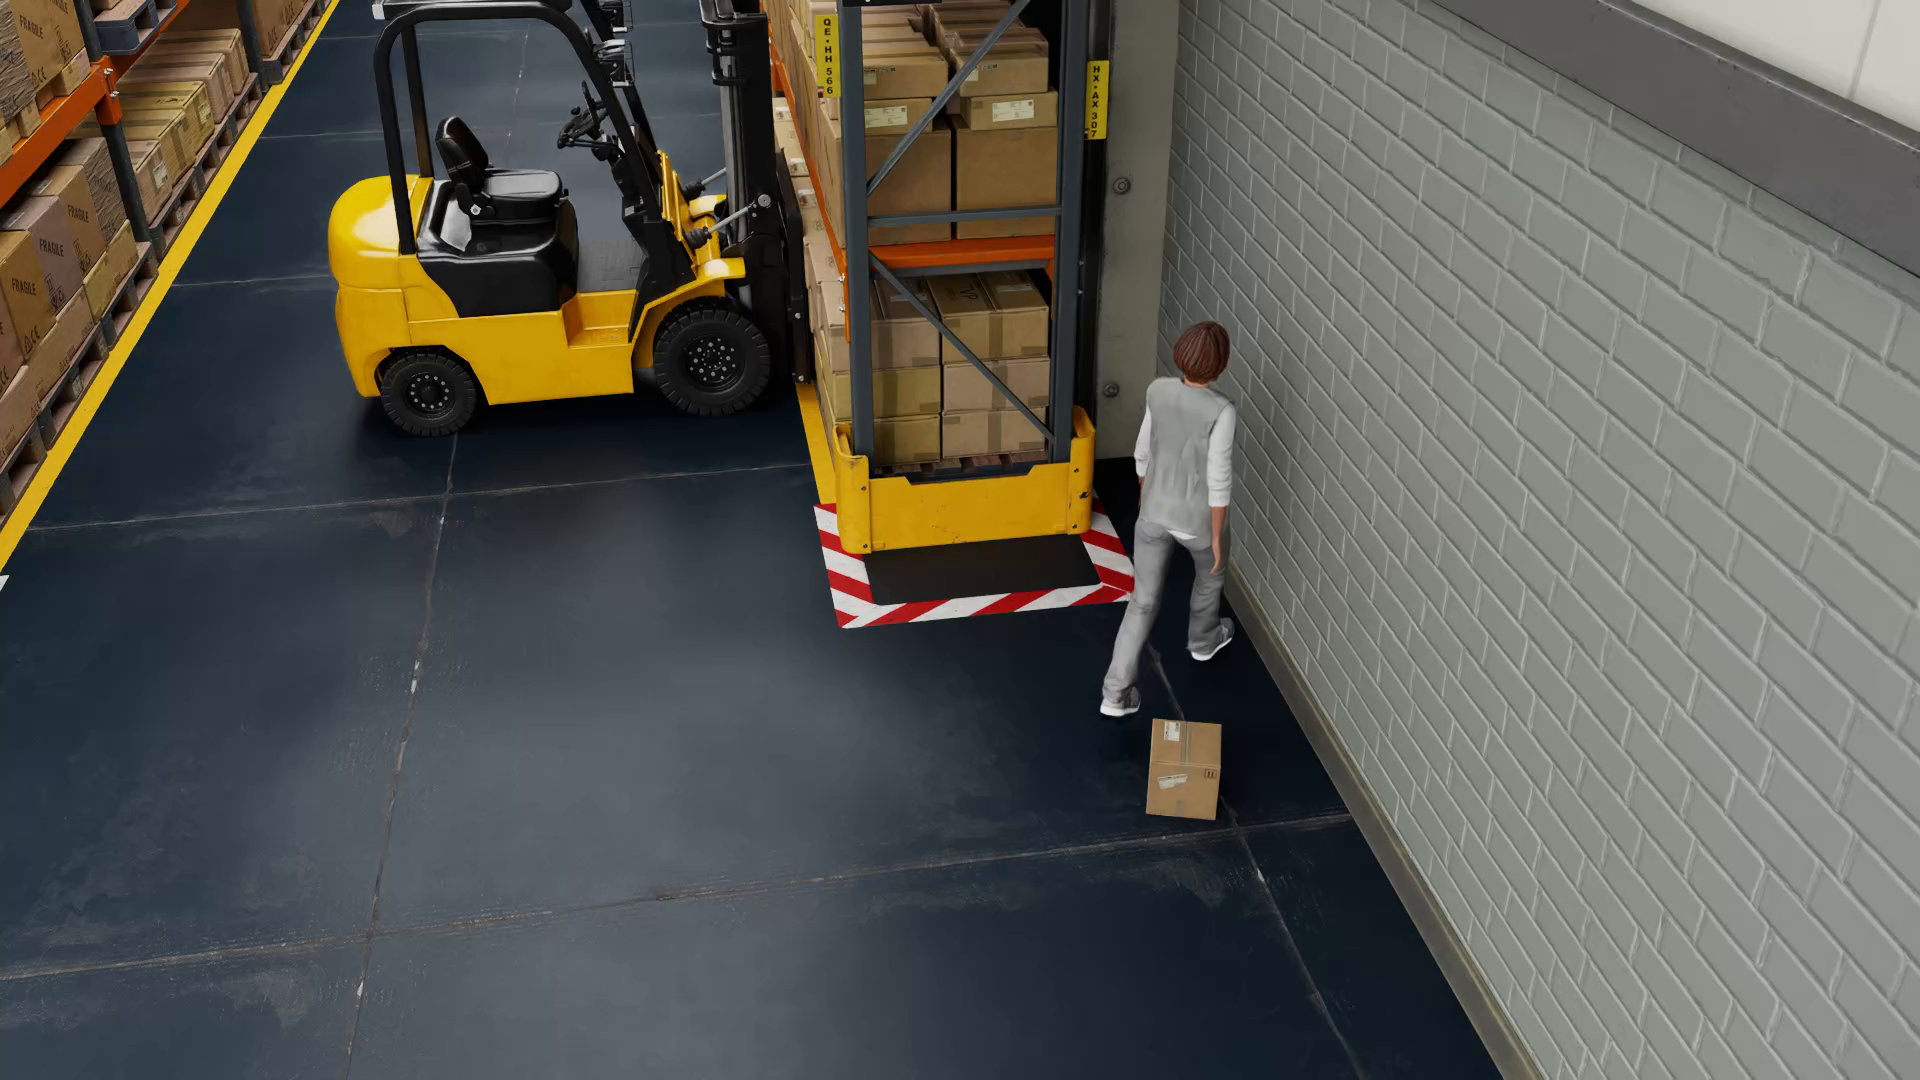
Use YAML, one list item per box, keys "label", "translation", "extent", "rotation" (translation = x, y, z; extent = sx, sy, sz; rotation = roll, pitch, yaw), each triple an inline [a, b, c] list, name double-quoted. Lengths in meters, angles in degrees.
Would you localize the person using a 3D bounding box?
- label: "person"
  translation: [0.820, -0.089, 6.290]
  extent: [0.436, 1.548, 0.951]
  rotation: [17, 35, 26]
